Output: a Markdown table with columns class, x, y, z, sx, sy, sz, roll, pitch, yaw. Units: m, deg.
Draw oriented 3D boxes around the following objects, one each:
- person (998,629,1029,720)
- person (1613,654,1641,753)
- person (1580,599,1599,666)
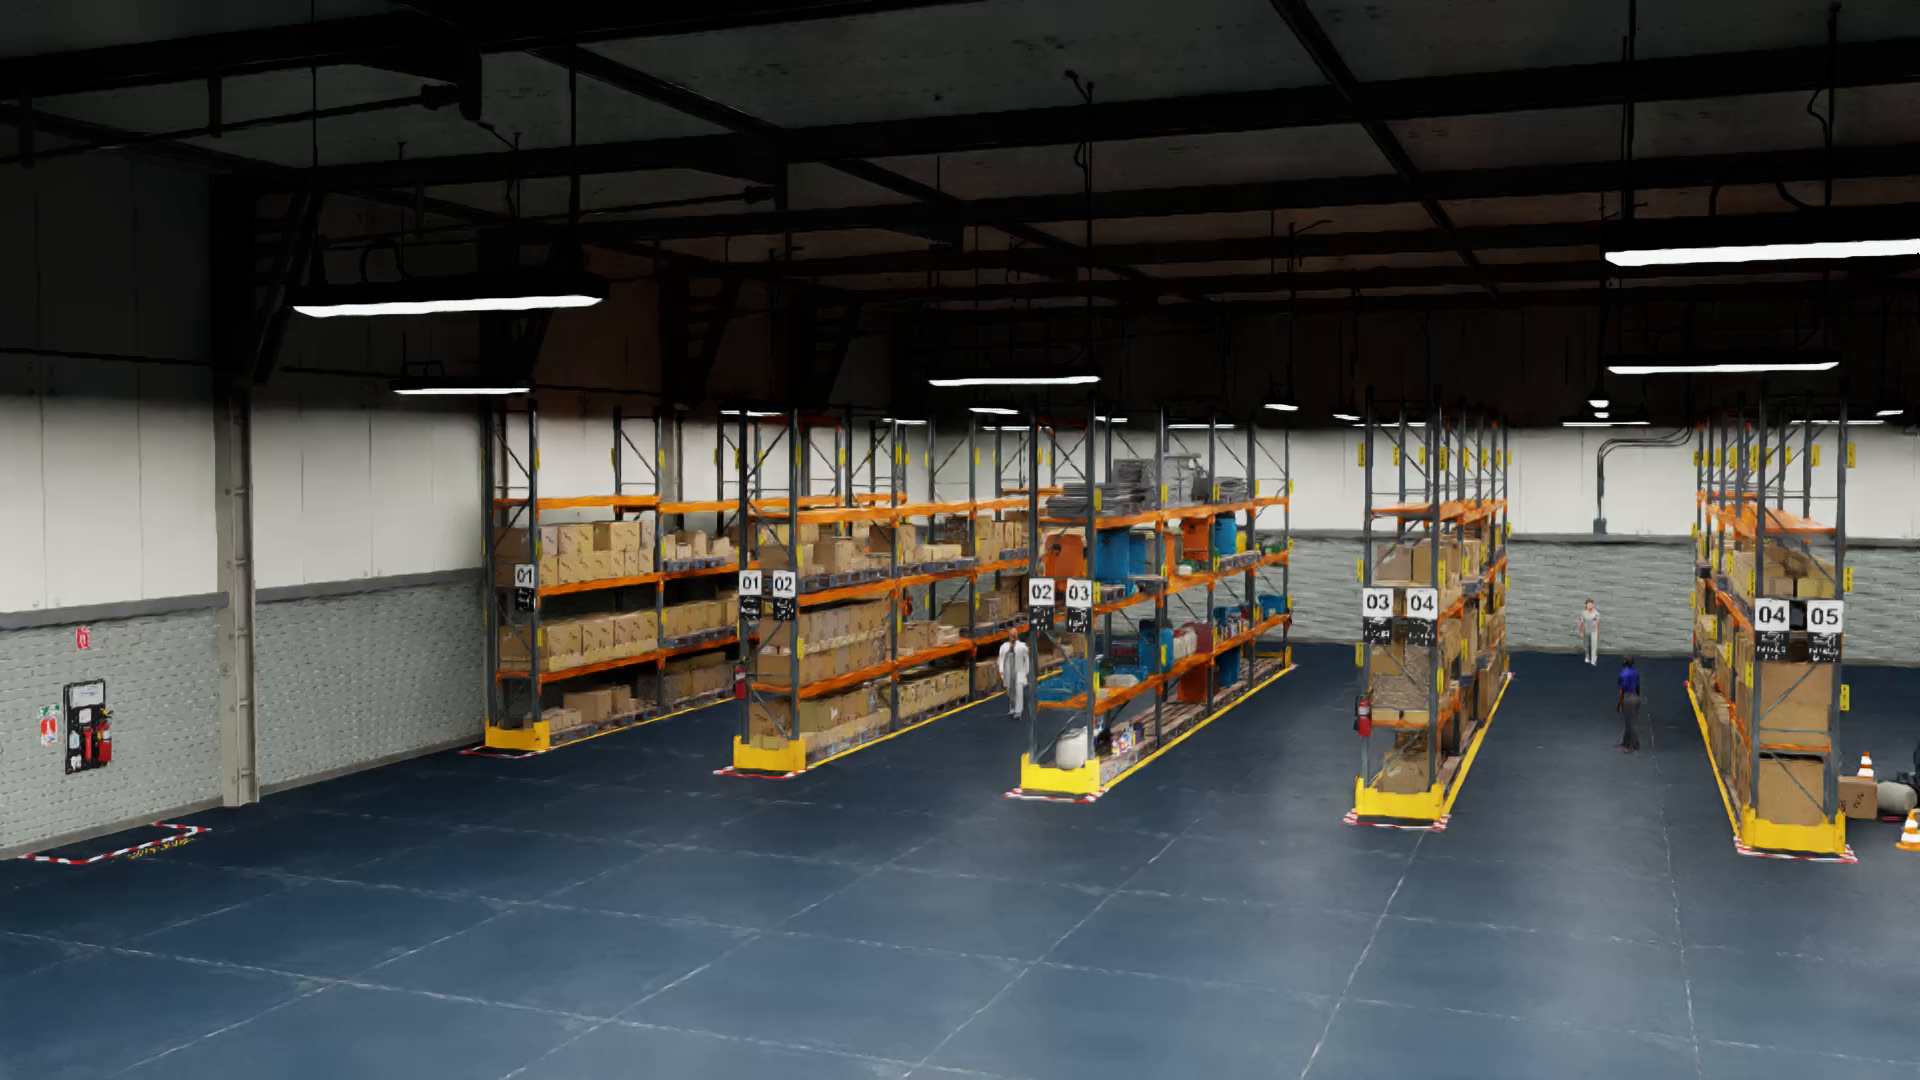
| class | x | y | z | sx | sy | sz | roll | pitch | yaw |
| --- | --- | --- | --- | --- | --- | --- | --- | --- | --- |
| person | 1.017 | 2.654 | 31.880 | 0.577 | 1.519 | 1.104 | 1 | 3 | 13 |
| person | 11.360 | 2.765 | 28.312 | 0.588 | 1.651 | 0.561 | -3 | 4 | -42 |
| person | 15.209 | 2.209 | 40.194 | 0.446 | 1.590 | 1.110 | 1 | 3 | 23 |
